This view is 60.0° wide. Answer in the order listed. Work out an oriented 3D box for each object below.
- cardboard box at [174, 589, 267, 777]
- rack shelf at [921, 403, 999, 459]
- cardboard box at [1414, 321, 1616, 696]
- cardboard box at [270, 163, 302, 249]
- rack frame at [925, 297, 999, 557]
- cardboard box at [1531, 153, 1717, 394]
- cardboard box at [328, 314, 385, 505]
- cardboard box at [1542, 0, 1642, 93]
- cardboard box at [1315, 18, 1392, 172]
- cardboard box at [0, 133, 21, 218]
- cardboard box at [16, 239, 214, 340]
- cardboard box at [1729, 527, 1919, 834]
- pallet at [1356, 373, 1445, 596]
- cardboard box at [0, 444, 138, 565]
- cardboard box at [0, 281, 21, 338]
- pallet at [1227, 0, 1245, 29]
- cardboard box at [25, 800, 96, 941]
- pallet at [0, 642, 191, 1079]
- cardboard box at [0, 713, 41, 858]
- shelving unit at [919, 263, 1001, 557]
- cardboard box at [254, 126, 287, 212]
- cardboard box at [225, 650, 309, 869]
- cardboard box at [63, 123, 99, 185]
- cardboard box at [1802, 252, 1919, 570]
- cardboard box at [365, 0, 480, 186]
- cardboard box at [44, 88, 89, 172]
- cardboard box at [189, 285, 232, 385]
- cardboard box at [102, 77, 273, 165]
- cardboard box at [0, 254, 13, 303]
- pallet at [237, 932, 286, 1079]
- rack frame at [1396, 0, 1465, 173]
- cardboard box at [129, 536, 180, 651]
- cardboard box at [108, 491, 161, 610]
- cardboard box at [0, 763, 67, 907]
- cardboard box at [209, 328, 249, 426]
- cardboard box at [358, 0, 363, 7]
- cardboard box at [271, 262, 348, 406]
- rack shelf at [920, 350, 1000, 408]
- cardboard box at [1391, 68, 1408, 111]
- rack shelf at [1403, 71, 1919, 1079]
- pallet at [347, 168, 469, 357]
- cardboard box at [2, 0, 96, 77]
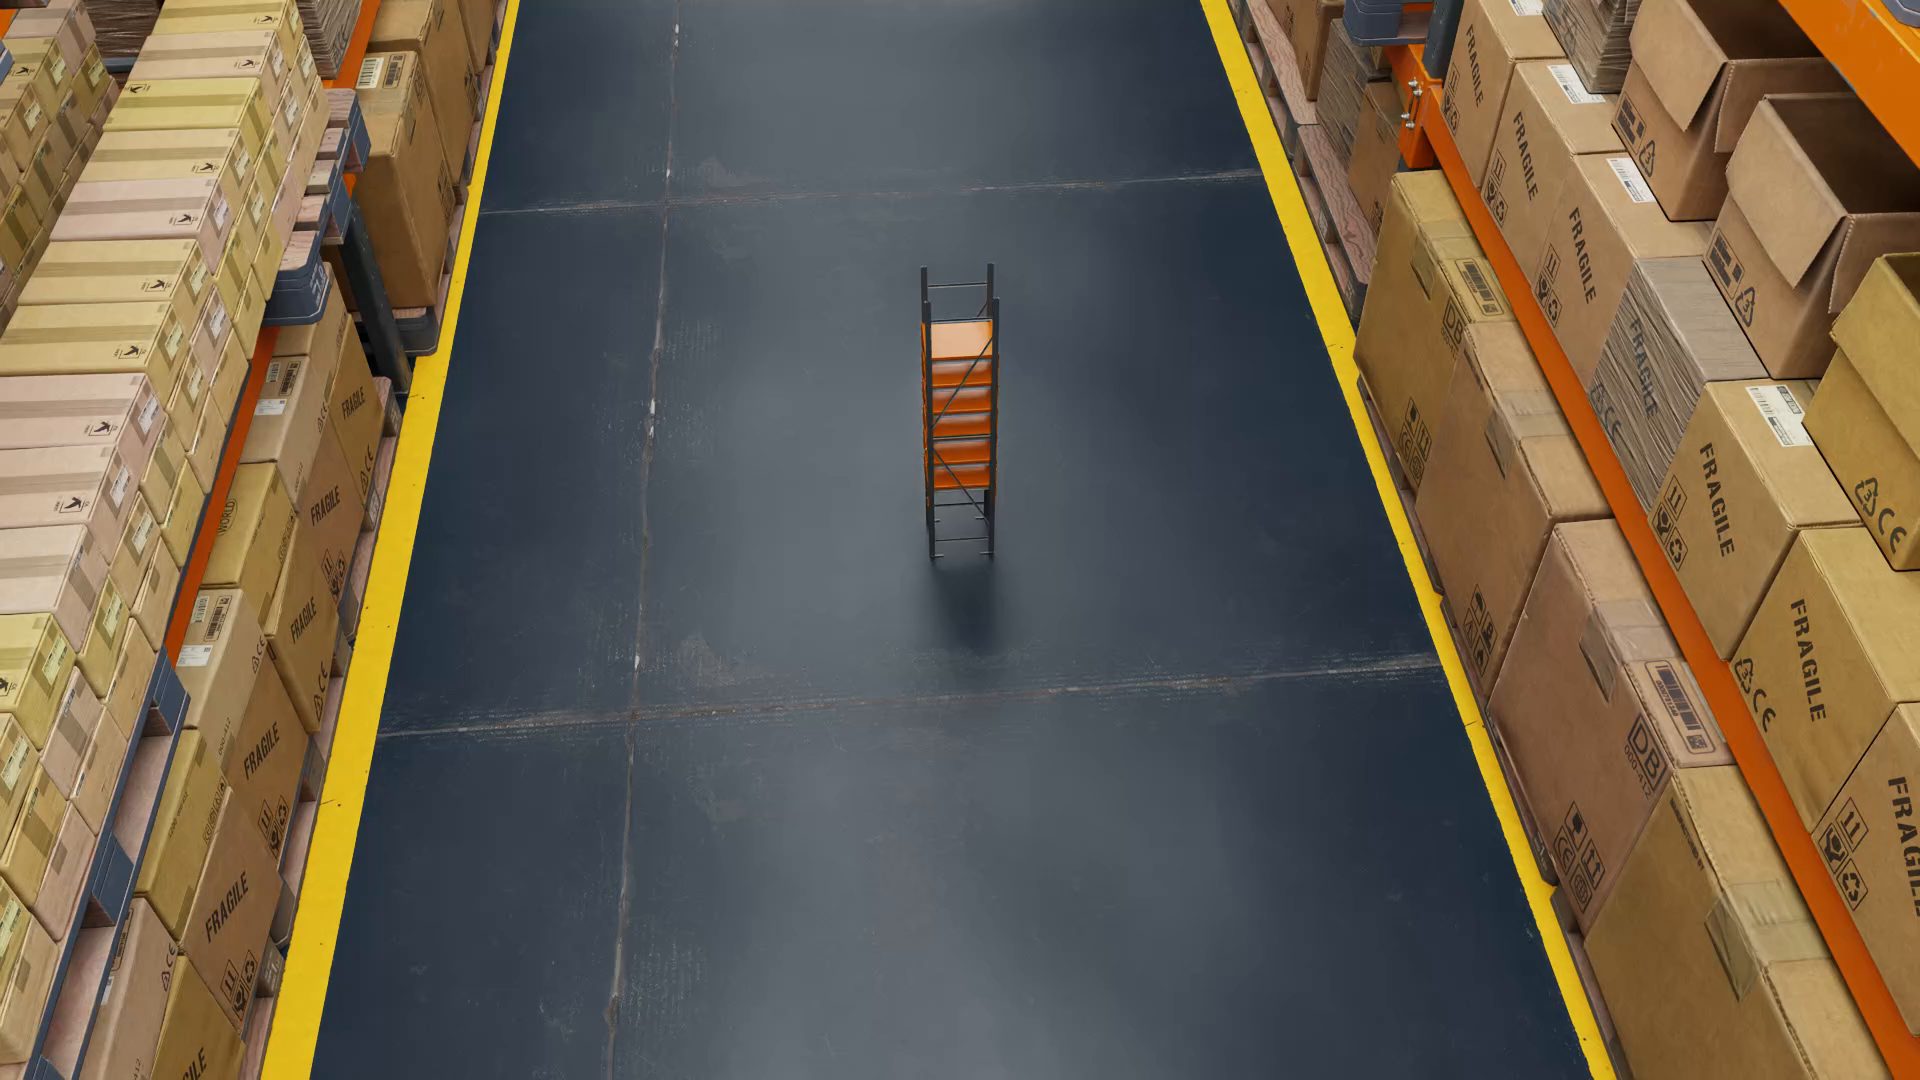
[{"bbox_3d":[-2.309,0.411,4.711,0.500,0.250,0.500,-2,47,-2],"label":"cardboard box"},{"bbox_3d":[-0.001,-0.392,5.857,0.258,0.103,0.180,-3,47,-3],"label":"rack shelf"},{"bbox_3d":[2.295,-0.131,5.483,1.225,0.875,0.875,-3,47,-3],"label":"cardboard box"},{"bbox_3d":[-2.219,-0.998,5.013,0.380,0.149,0.250,-3,47,-3],"label":"cardboard box"},{"bbox_3d":[0.006,-0.357,5.762,0.240,1.200,0.006,-3,47,-3],"label":"rack frame"},{"bbox_3d":[2.053,-0.786,4.860,0.500,0.500,0.500,-4,47,-4],"label":"cardboard box"},{"bbox_3d":[-2.444,-0.460,6.052,0.500,0.500,0.500,-4,47,-3],"label":"cardboard box"},{"bbox_3d":[2.236,-1.713,5.046,0.797,0.503,0.637,-2,47,-2],"label":"cardboard box"},{"bbox_3d":[2.056,-2.039,7.534,0.700,0.500,0.500,-7,47,-7],"label":"cardboard box"},{"bbox_3d":[-2.851,-0.988,4.594,0.380,0.149,0.250,-5,47,-5],"label":"cardboard box"},{"bbox_3d":[-2.156,-0.635,4.260,0.380,0.149,0.250,-1,47,-1],"label":"cardboard box"},{"bbox_3d":[2.180,0.316,3.816,0.500,0.500,0.500,-2,47,-2],"label":"cardboard box"},{"bbox_3d":[2.182,-0.330,6.417,1.003,0.211,1.213,-3,47,-3],"label":"pallet"},{"bbox_3d":[-2.088,-0.070,3.724,0.380,0.149,0.250,-4,47,-4],"label":"cardboard box"},{"bbox_3d":[-2.829,-0.580,4.617,0.380,0.149,0.250,-2,47,-2],"label":"cardboard box"},{"bbox_3d":[1.923,-3.235,9.169,1.003,0.211,1.213,-3,47,-3],"label":"pallet"},{"bbox_3d":[-2.028,0.688,3.417,0.380,0.149,0.250,-3,47,-3],"label":"cardboard box"},{"bbox_3d":[-2.344,0.763,3.593,1.003,0.211,1.213,-3,47,-3],"label":"pallet"},{"bbox_3d":[-2.029,0.482,3.202,0.380,0.149,0.250,-2,47,-2],"label":"cardboard box"},{"bbox_3d":[-0.001,-0.423,5.824,0.258,1.200,0.189,-3,47,-3],"label":"shelving unit"},{"bbox_3d":[-2.216,-1.082,4.888,0.380,0.149,0.250,-2,47,-2],"label":"cardboard box"},{"bbox_3d":[-2.326,0.662,4.989,0.500,0.500,0.500,-3,47,-3],"label":"cardboard box"},{"bbox_3d":[-2.901,-1.163,5.169,0.380,0.149,0.250,-1,47,-1],"label":"cardboard box"},{"bbox_3d":[2.419,-0.308,3.716,0.797,0.503,0.637,-3,47,-3],"label":"cardboard box"},{"bbox_3d":[-2.797,-2.084,7.418,1.050,0.750,0.750,-3,47,-3],"label":"cardboard box"},{"bbox_3d":[-2.894,-1.237,5.035,0.380,0.149,0.250,-1,47,-1],"label":"cardboard box"},{"bbox_3d":[-2.154,-0.533,4.367,0.380,0.149,0.250,-2,47,-2],"label":"cardboard box"},{"bbox_3d":[-2.221,-1.200,4.794,0.380,0.149,0.250,-2,47,-2],"label":"cardboard box"},{"bbox_3d":[-2.827,-0.682,4.509,0.380,0.149,0.250,-3,47,-3],"label":"cardboard box"},{"bbox_3d":[-2.491,1.655,4.538,1.003,0.211,1.213,-3,47,-3],"label":"pallet"},{"bbox_3d":[2.191,-1.863,5.949,1.000,3.000,0.127,-3,47,-3],"label":"rack frame"},{"bbox_3d":[-2.087,0.141,3.935,0.380,0.149,0.250,-5,47,-5],"label":"cardboard box"},{"bbox_3d":[-2.092,0.028,3.836,0.380,0.149,0.250,-2,47,-2],"label":"cardboard box"},{"bbox_3d":[-2.023,0.598,3.296,0.380,0.149,0.250,-4,47,-4],"label":"cardboard box"},{"bbox_3d":[-2.158,-0.436,4.481,0.380,0.149,0.250,-2,47,-2],"label":"cardboard box"},{"bbox_3d":[-2.574,-2.378,6.368,0.500,0.500,0.500,-4,47,-4],"label":"cardboard box"},{"bbox_3d":[-2.441,-0.699,5.762,0.500,0.250,0.500,-4,47,-4],"label":"cardboard box"},{"bbox_3d":[-0.001,-0.558,5.682,0.258,0.103,0.180,-3,47,-3],"label":"rack shelf"},{"bbox_3d":[2.105,-1.896,6.882,0.500,0.250,0.500,-2,47,-2],"label":"cardboard box"},{"bbox_3d":[2.359,-0.169,4.840,1.077,0.370,4.000,-3,47,-3],"label":"rack shelf"},{"bbox_3d":[-2.751,-1.251,7.290,1.003,0.211,1.213,-3,47,-3],"label":"pallet"},{"bbox_3d":[-2.914,-1.548,5.125,0.380,0.149,0.250,-3,47,-3],"label":"cardboard box"}]
